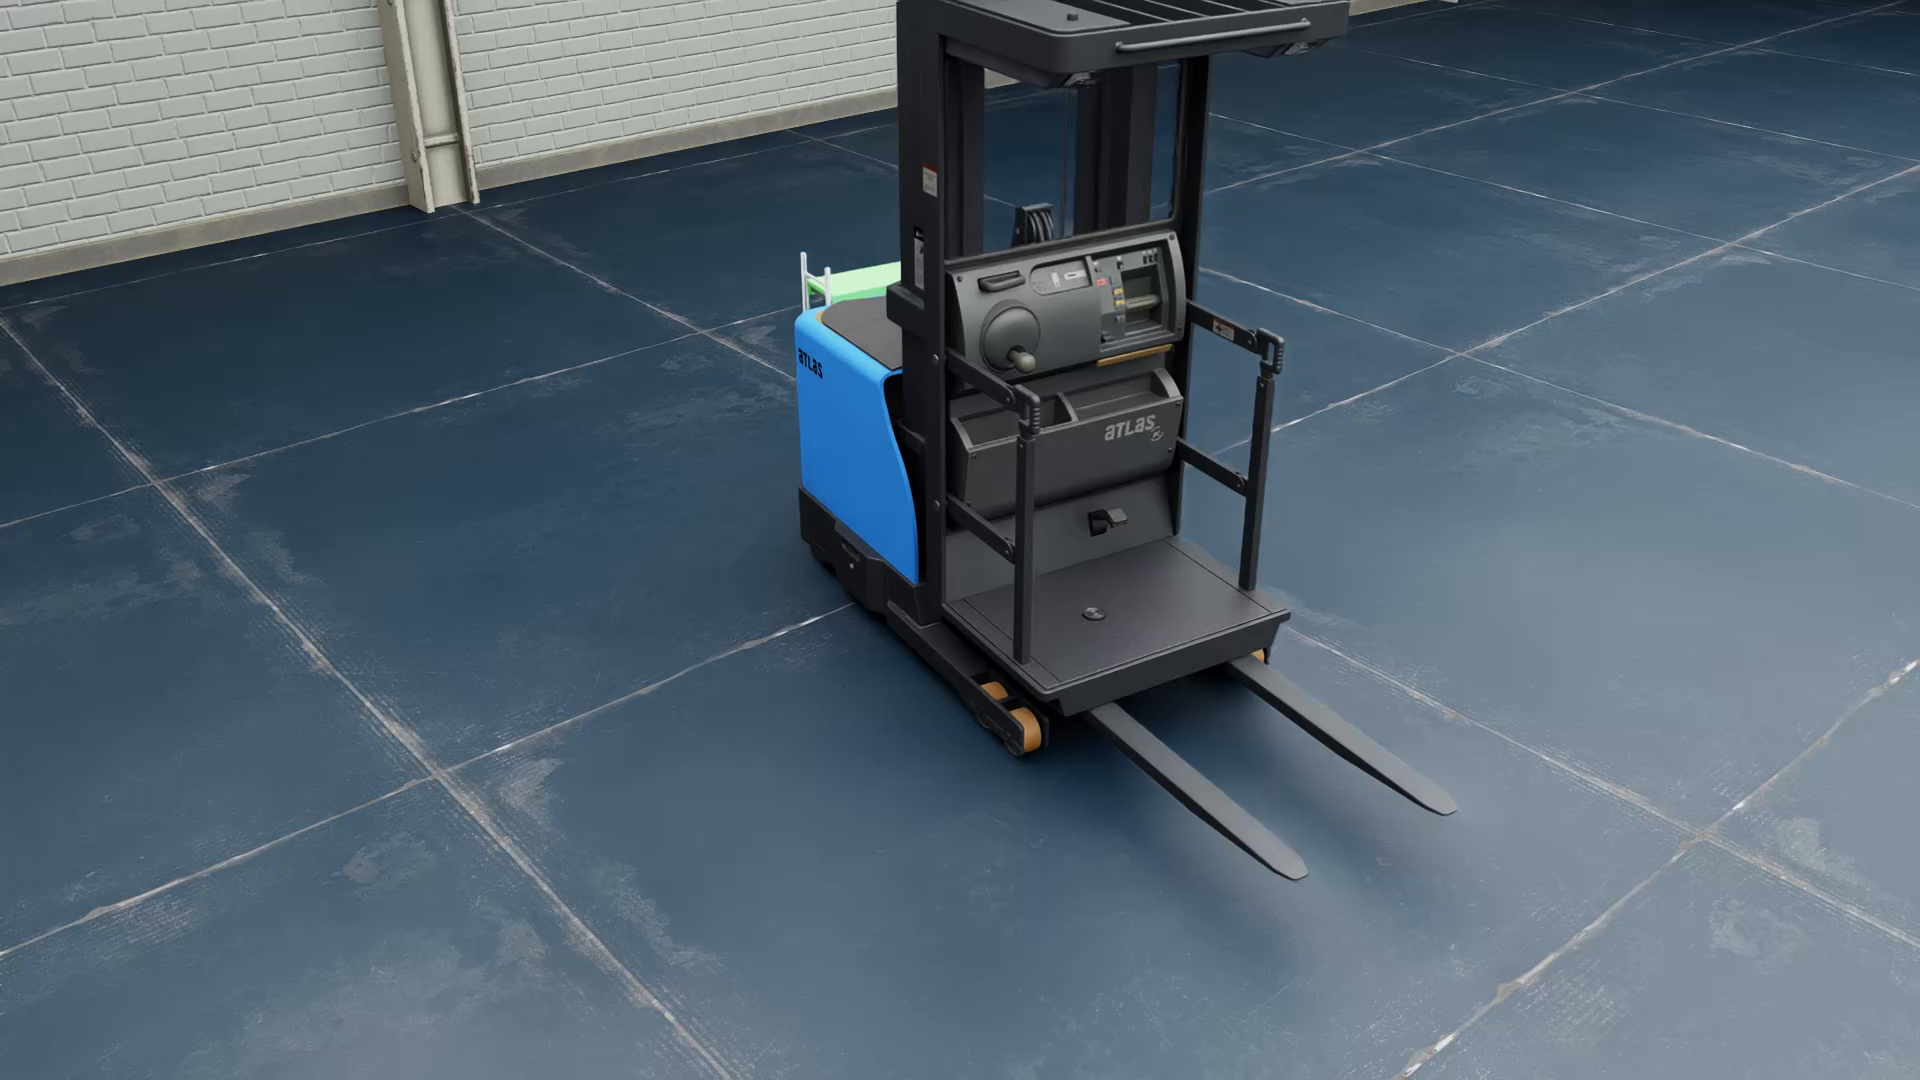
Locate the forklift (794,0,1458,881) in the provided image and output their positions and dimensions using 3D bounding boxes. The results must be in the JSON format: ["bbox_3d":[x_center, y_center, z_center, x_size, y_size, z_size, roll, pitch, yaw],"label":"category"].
[{"bbox_3d":[0.500,-0.787,5.613,1.130,2.935,3.031,-16,32,-27],"label":"forklift"}]

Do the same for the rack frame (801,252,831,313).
[{"bbox_3d":[-0.598,-0.624,7.145,0.015,1.200,0.240,-16,32,-27],"label":"rack frame"}]

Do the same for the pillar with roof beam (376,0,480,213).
[{"bbox_3d":[-0.828,-4.796,6.677,0.400,9.000,9.100,-22,35,-35],"label":"pillar with roof beam"}]

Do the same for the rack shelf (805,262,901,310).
[{"bbox_3d":[-0.389,-1.051,7.060,0.480,0.148,0.258,-16,32,-27],"label":"rack shelf"}]

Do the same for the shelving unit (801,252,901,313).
[{"bbox_3d":[-0.389,-0.684,7.256,0.503,1.200,0.258,-16,32,-27],"label":"shelving unit"}]
